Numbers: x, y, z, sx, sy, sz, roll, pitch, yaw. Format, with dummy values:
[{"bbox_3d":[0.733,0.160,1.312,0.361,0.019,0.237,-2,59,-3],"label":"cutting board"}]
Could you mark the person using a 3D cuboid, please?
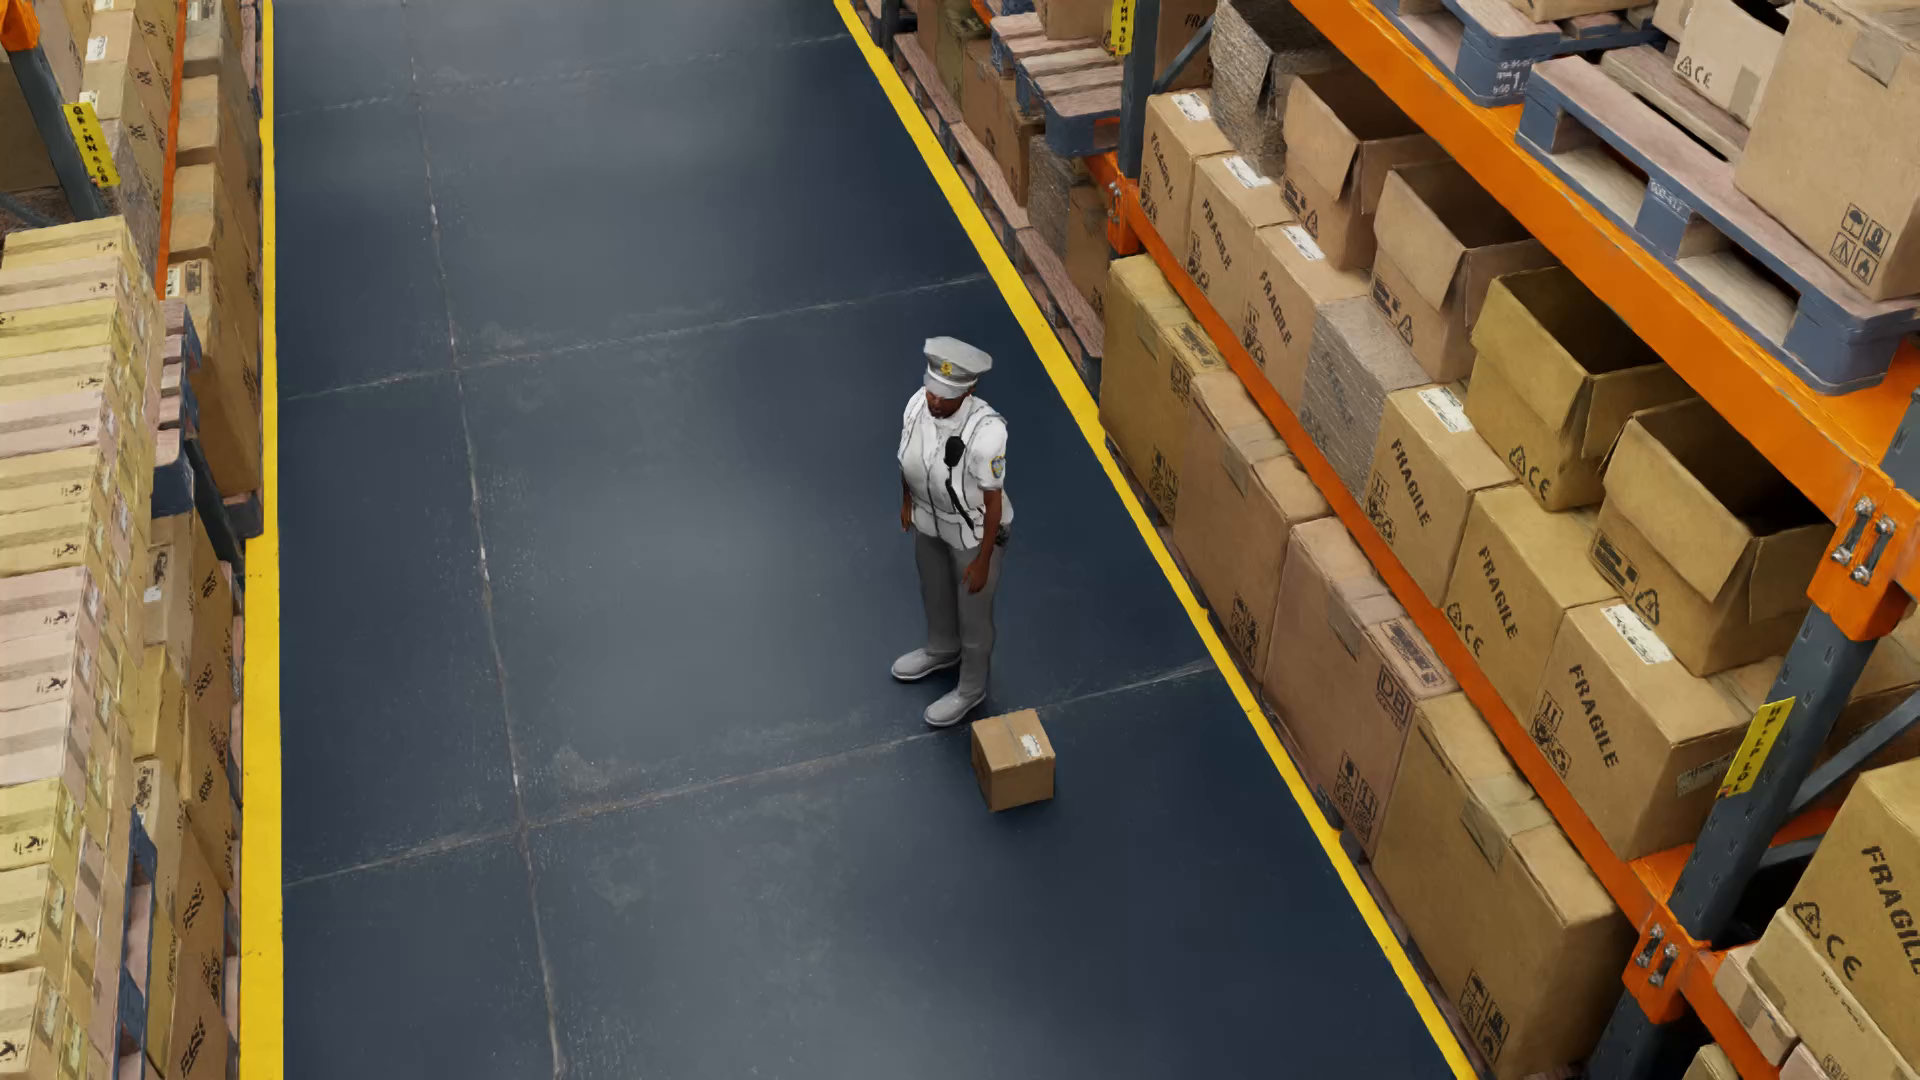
[{"bbox_3d":[-0.068,-0.030,6.151,0.516,1.681,0.438,29,50,28],"label":"person"}]
